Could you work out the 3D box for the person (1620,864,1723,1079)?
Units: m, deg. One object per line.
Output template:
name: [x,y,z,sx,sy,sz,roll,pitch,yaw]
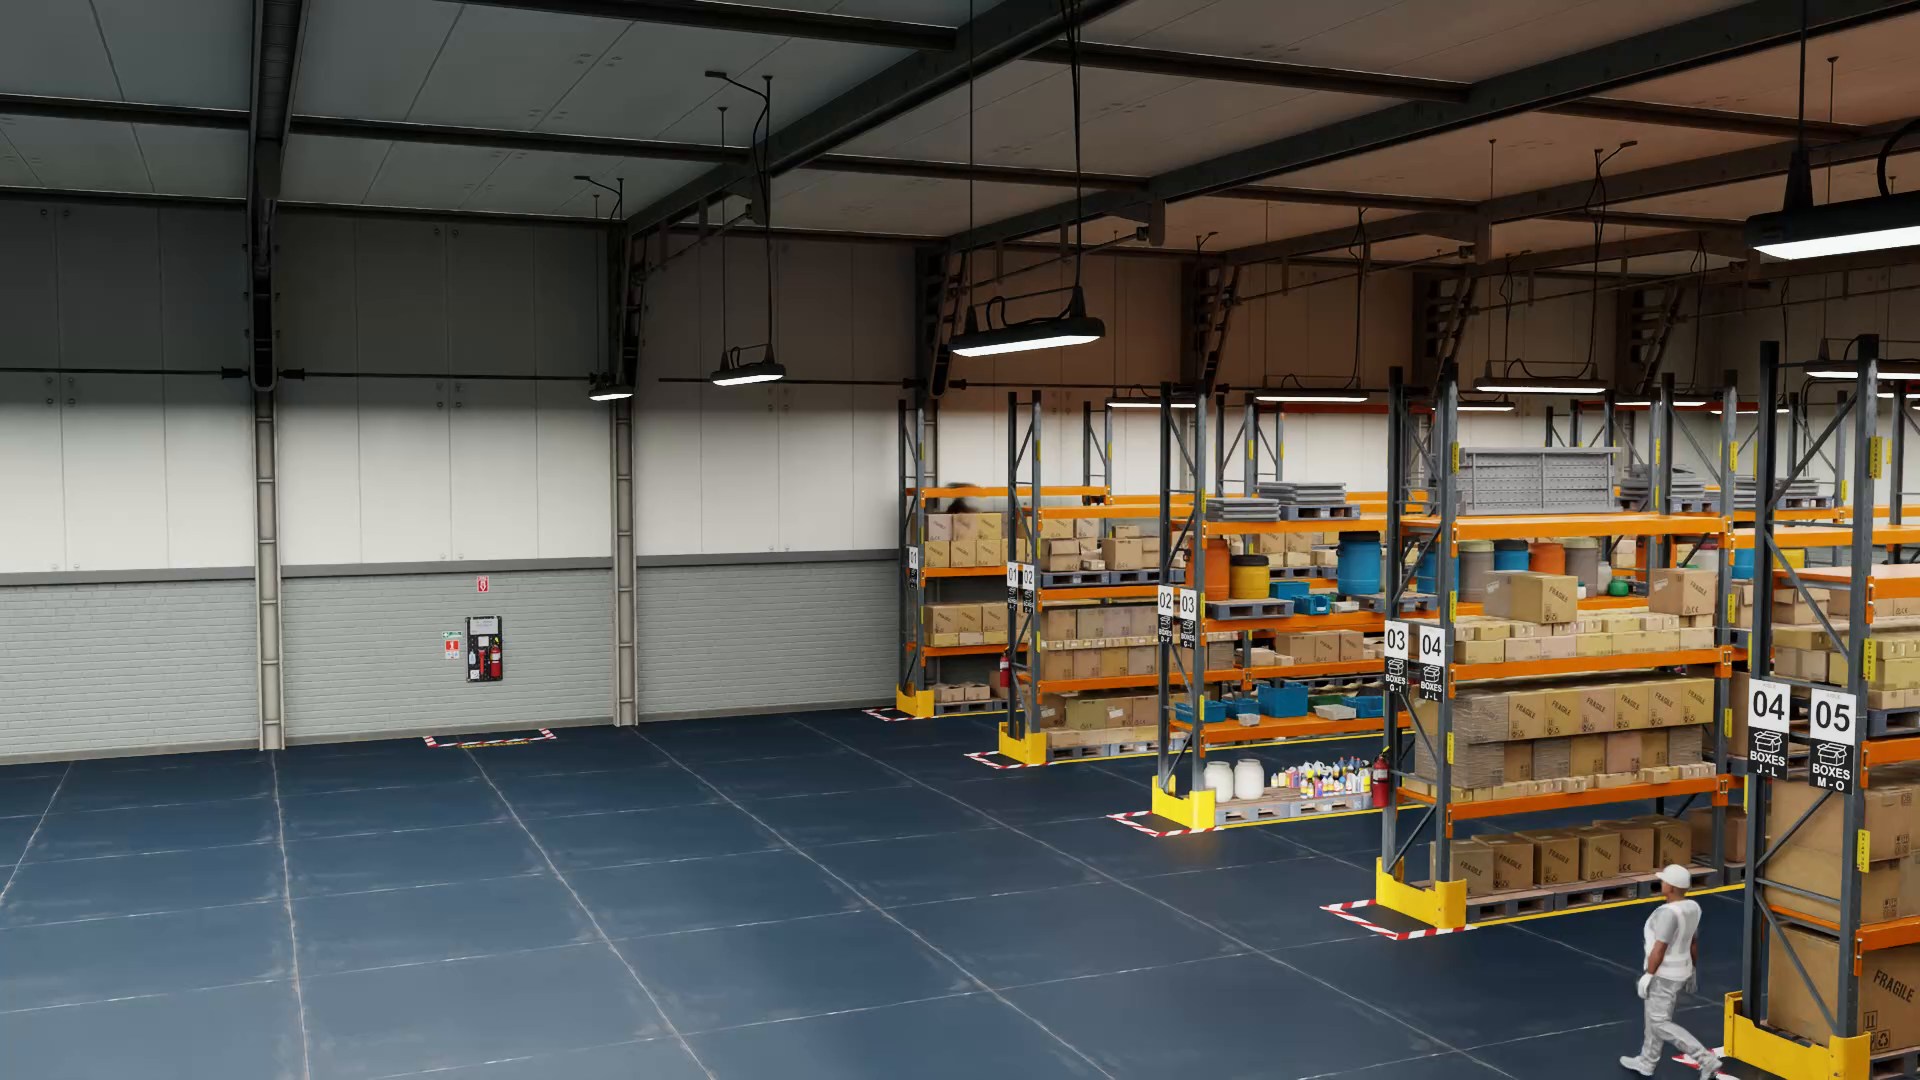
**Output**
person: [5.726,3.494,13.375,0.869,1.772,0.580,3,4,41]
